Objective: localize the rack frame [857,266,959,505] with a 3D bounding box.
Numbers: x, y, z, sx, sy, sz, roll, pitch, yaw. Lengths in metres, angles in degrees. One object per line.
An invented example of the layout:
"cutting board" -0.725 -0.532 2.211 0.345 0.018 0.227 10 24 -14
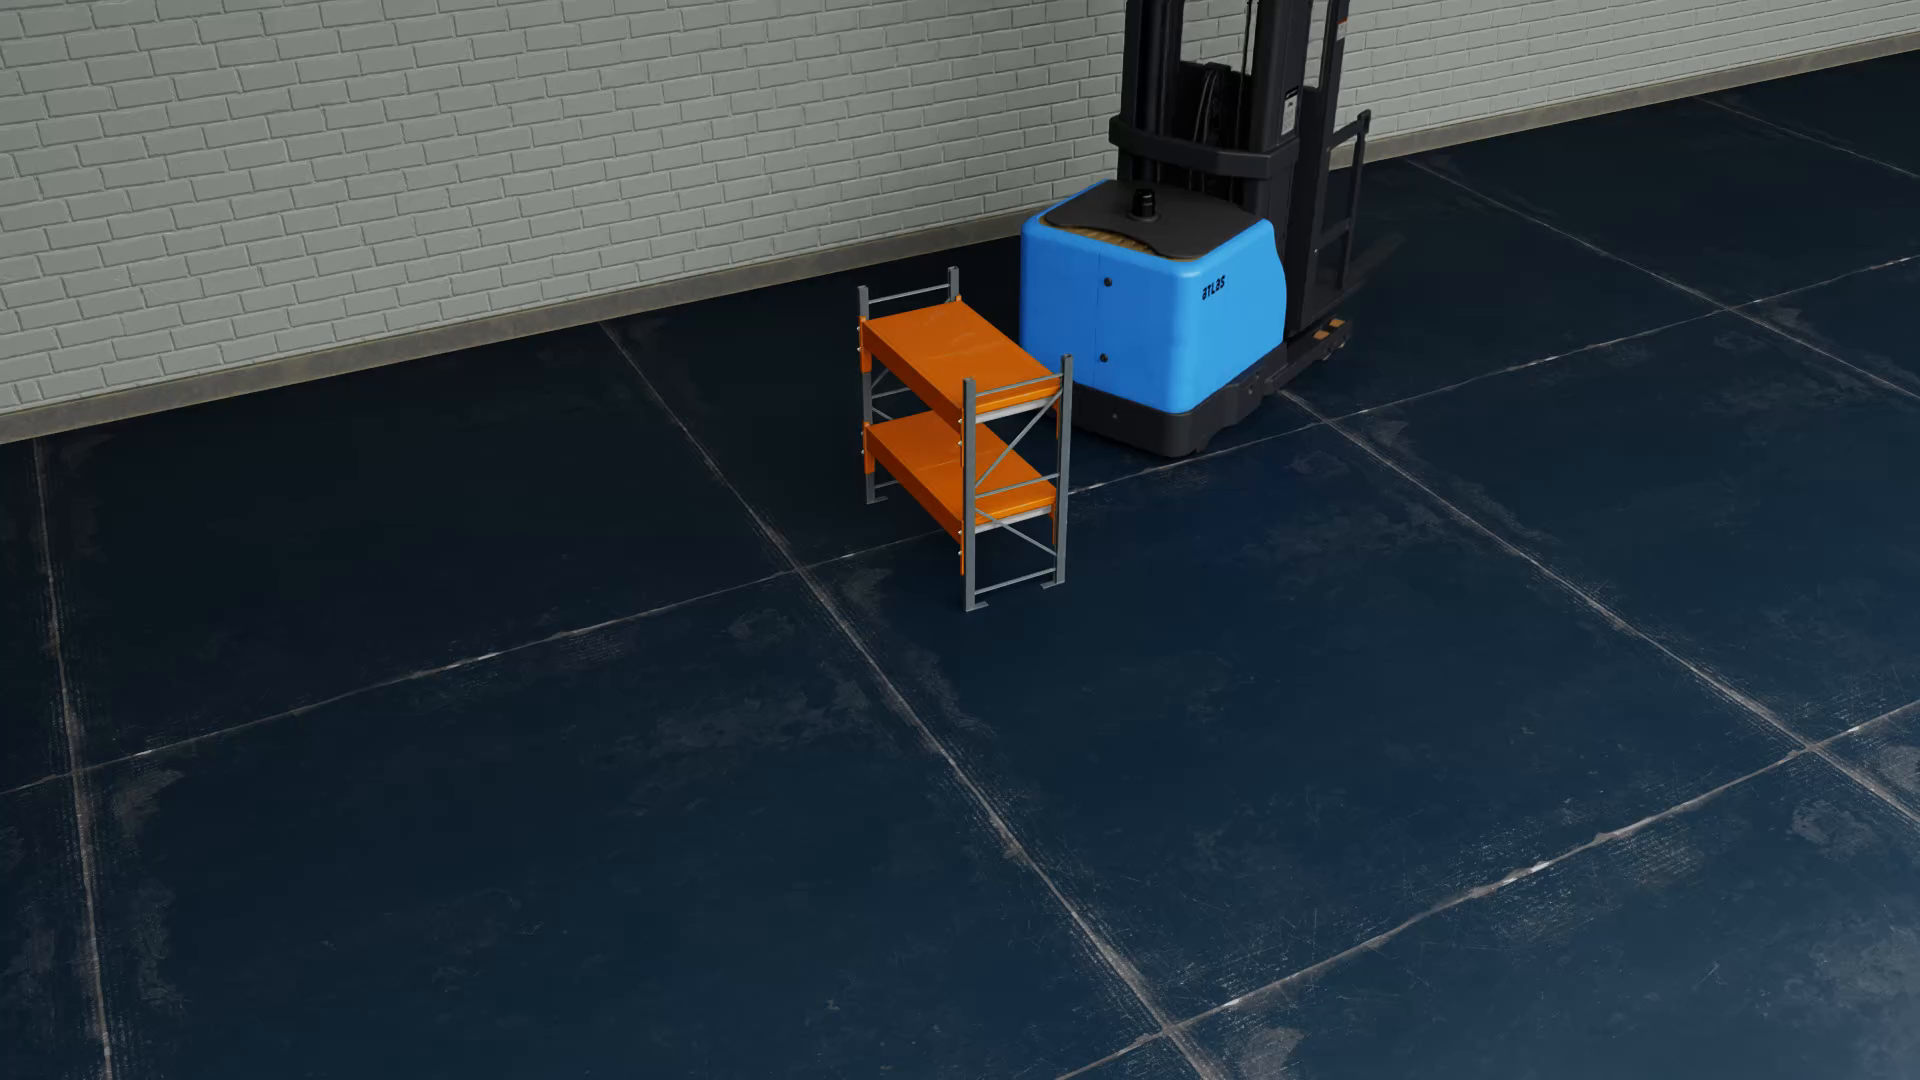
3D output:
"rack frame" -0.234 -0.713 7.820 0.500 1.125 0.032 -16 36 -23

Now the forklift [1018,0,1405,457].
"forklift" 1.573 -2.383 8.752 1.130 2.935 3.031 22 39 30

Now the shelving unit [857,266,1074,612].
"shelving unit" 0.003 -0.470 7.442 0.538 1.125 1.048 -16 36 -23

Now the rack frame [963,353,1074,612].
"rack frame" 0.240 -0.228 7.063 0.500 1.125 0.032 -16 36 -23

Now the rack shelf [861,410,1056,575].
"rack shelf" 0.003 -0.265 7.573 0.538 0.278 1.000 -16 36 -23

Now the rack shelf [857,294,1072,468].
"rack shelf" 0.003 -0.717 7.284 0.538 0.278 1.000 -16 36 -23
